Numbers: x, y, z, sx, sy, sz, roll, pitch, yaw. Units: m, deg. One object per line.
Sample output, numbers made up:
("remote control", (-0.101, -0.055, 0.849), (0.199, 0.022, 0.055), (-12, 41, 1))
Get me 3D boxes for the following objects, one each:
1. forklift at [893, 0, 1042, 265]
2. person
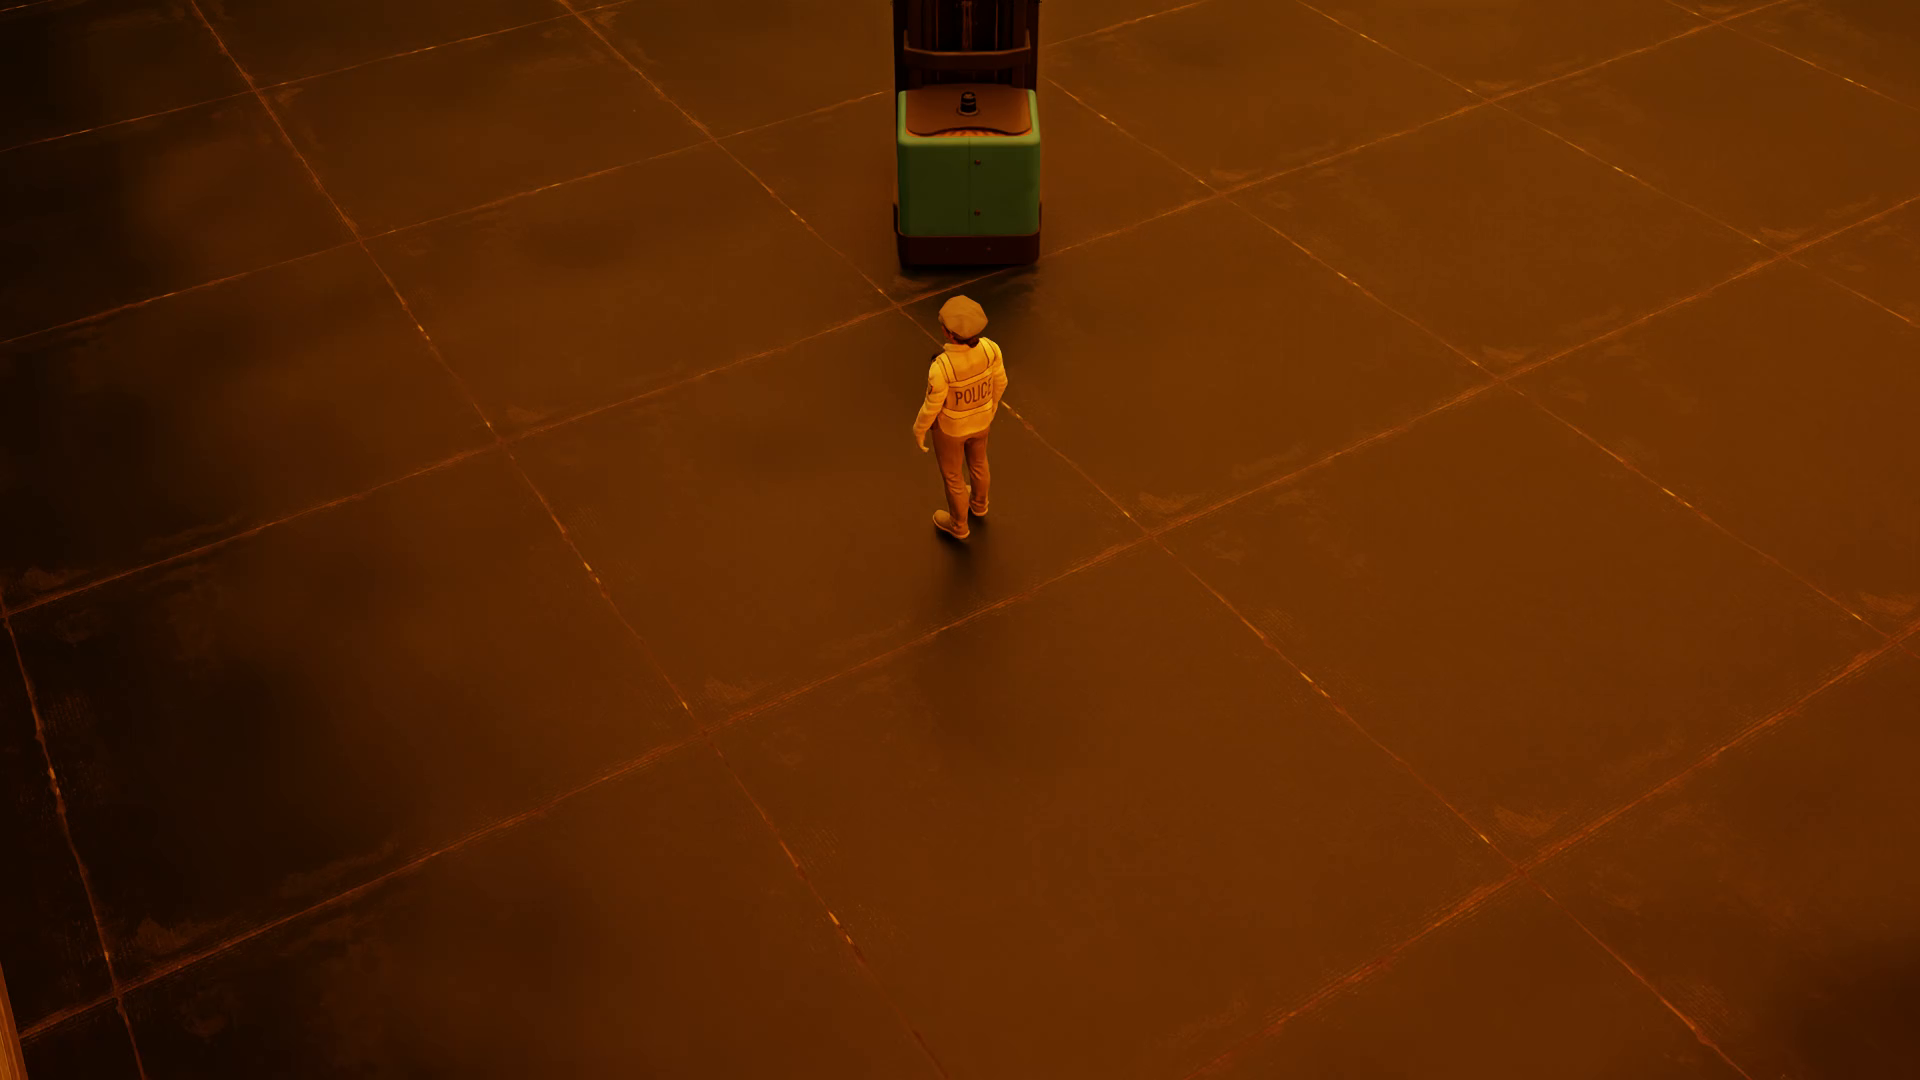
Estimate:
("forklift", (0.038, -4.089, 12.550), (1.130, 2.935, 3.031), (-1, 41, -1))
("person", (-0.032, -0.714, 9.556), (0.587, 1.695, 0.531), (-23, 46, -24))
